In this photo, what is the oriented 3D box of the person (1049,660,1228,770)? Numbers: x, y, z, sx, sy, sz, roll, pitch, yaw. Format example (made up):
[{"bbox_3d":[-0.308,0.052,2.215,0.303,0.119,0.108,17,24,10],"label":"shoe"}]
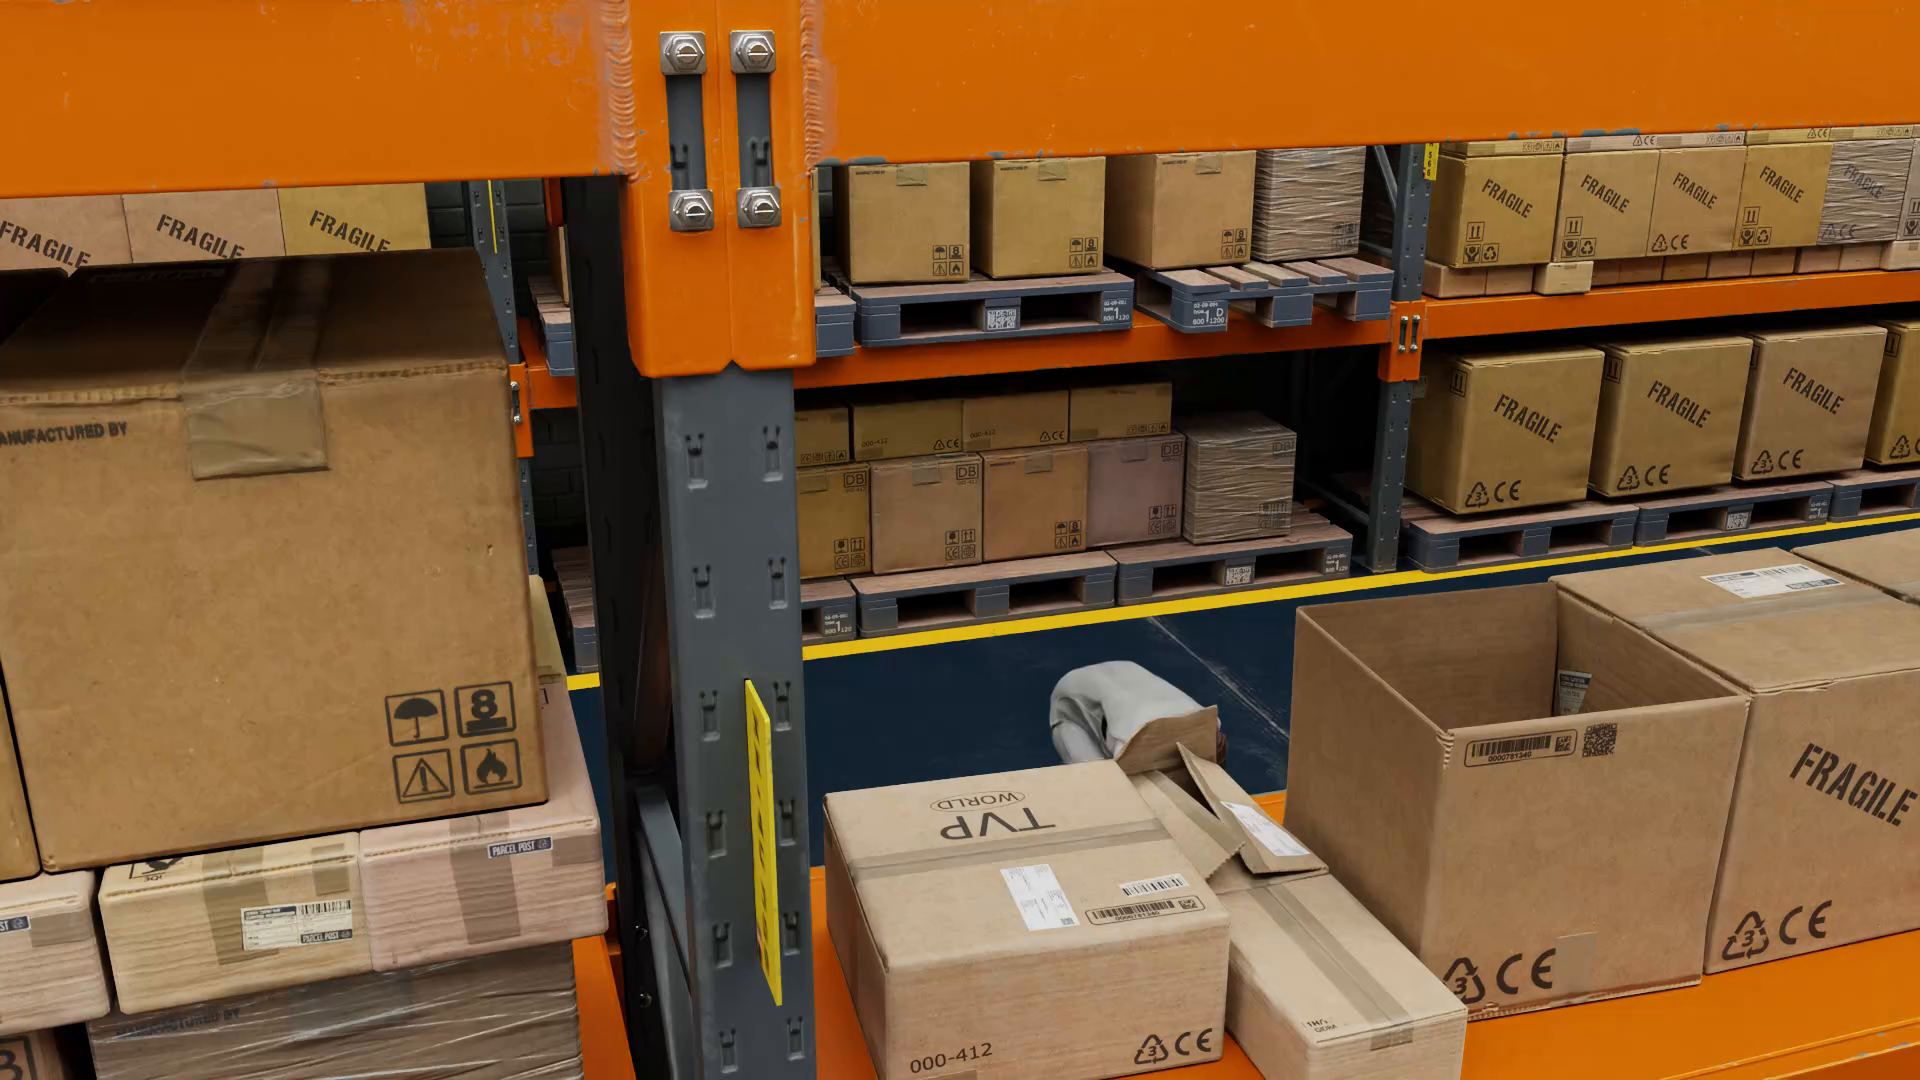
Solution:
[{"bbox_3d":[0.571,0.770,5.312,0.421,0.694,0.863,-7,21,-18],"label":"person"}]
